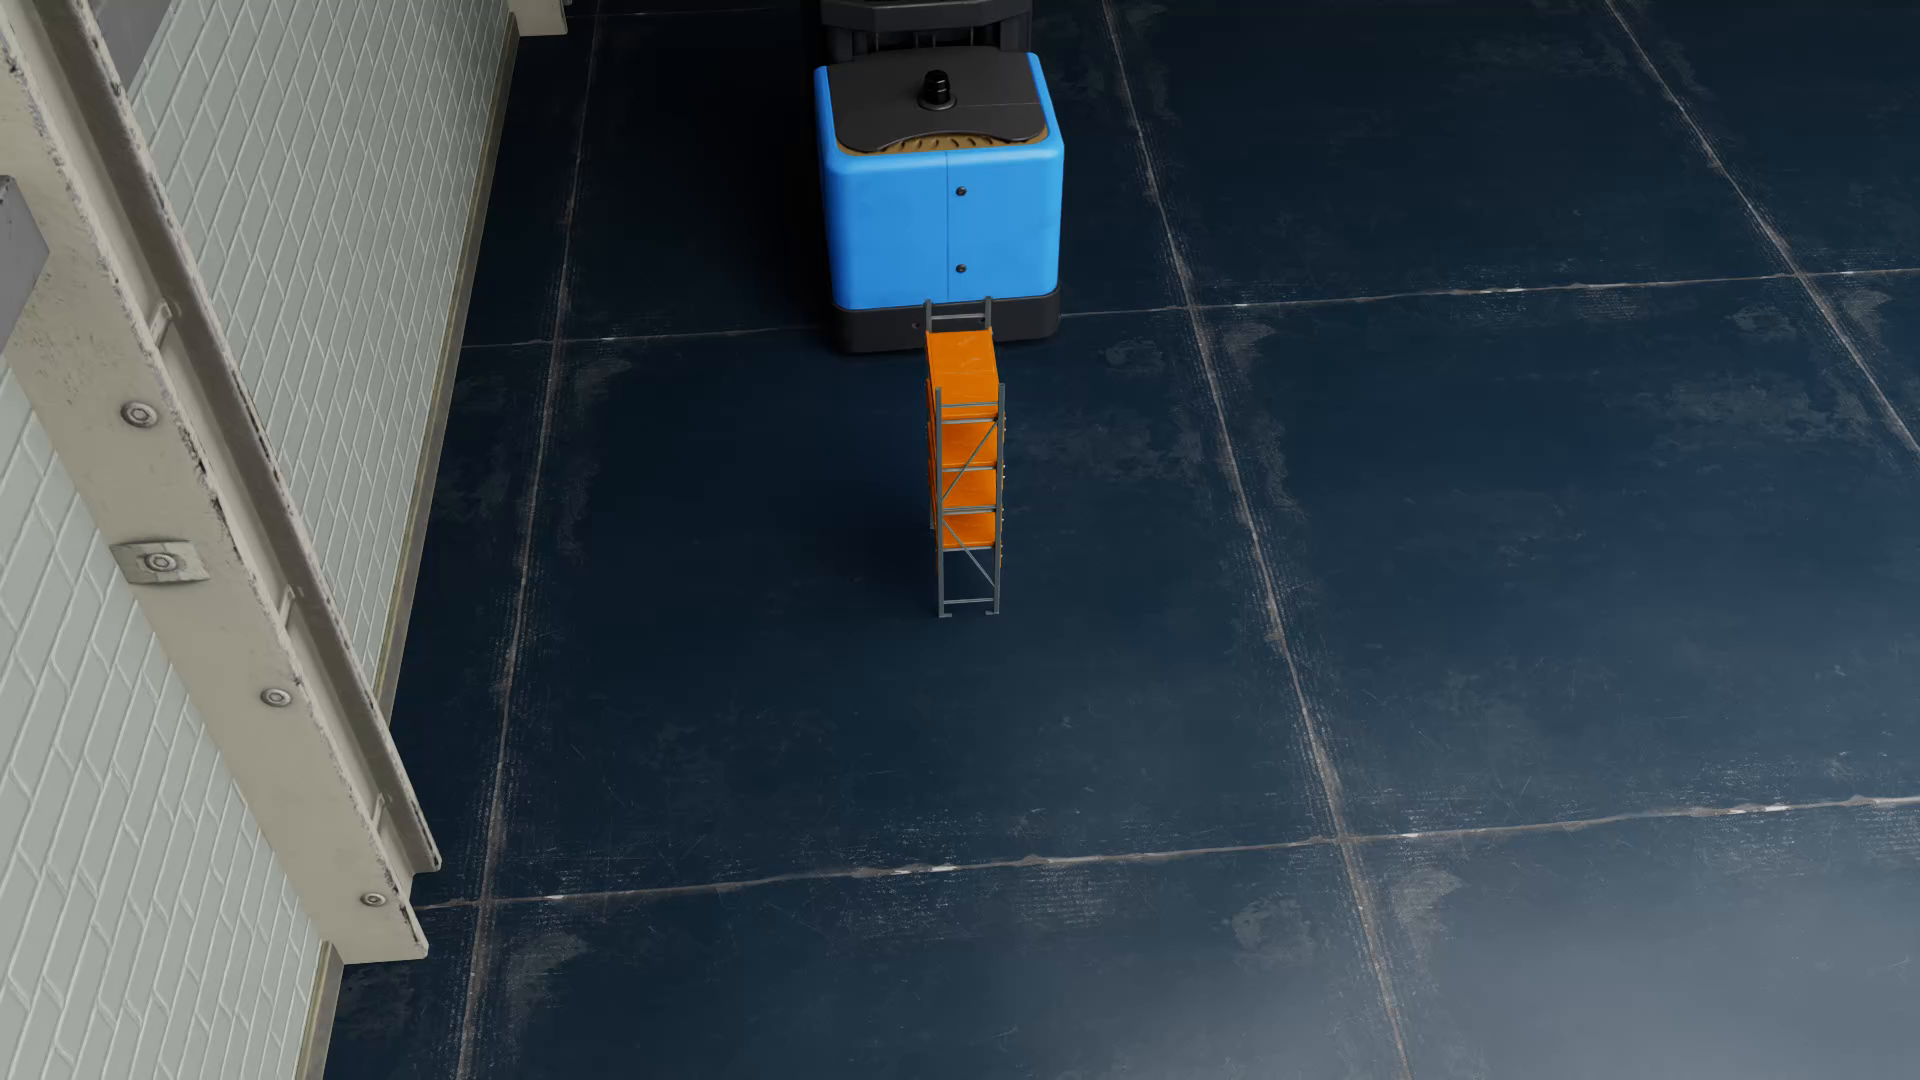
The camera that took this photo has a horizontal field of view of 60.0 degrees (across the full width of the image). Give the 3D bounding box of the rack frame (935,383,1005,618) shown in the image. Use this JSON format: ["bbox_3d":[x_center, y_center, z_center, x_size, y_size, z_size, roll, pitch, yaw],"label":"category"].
[{"bbox_3d":[0.034,-0.116,6.170,0.240,1.200,0.015,-3,47,-3],"label":"rack frame"}]

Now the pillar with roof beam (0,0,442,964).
[{"bbox_3d":[2.335,-2.092,2.670,9.100,9.000,0.400,-3,47,-3],"label":"pillar with roof beam"}]

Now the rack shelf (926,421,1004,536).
[{"bbox_3d":[0.014,-0.247,6.386,0.258,0.148,0.480,-3,47,-3],"label":"rack shelf"}]

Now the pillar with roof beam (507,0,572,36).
[{"bbox_3d":[1.833,-6.433,6.781,9.100,9.000,0.400,-3,47,-3],"label":"pillar with roof beam"}]

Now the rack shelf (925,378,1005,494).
[{"bbox_3d":[0.014,-0.400,6.224,0.258,0.148,0.480,-3,47,-3],"label":"rack shelf"}]

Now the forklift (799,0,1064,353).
[{"bbox_3d":[-0.236,-2.941,7.653,1.130,2.935,3.031,-5,47,-5],"label":"forklift"}]

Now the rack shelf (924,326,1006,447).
[{"bbox_3d":[0.014,-0.563,6.052,0.258,0.148,0.480,-3,47,-3],"label":"rack shelf"}]

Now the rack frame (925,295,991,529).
[{"bbox_3d":[-0.007,-0.469,6.505,0.240,1.200,0.015,-3,47,-3],"label":"rack frame"}]

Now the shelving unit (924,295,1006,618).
[{"bbox_3d":[0.014,-0.293,6.337,0.258,1.200,0.503,-3,47,-3],"label":"shelving unit"}]

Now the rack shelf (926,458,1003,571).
[{"bbox_3d":[0.014,-0.110,6.530,0.258,0.148,0.480,-3,47,-3],"label":"rack shelf"}]
